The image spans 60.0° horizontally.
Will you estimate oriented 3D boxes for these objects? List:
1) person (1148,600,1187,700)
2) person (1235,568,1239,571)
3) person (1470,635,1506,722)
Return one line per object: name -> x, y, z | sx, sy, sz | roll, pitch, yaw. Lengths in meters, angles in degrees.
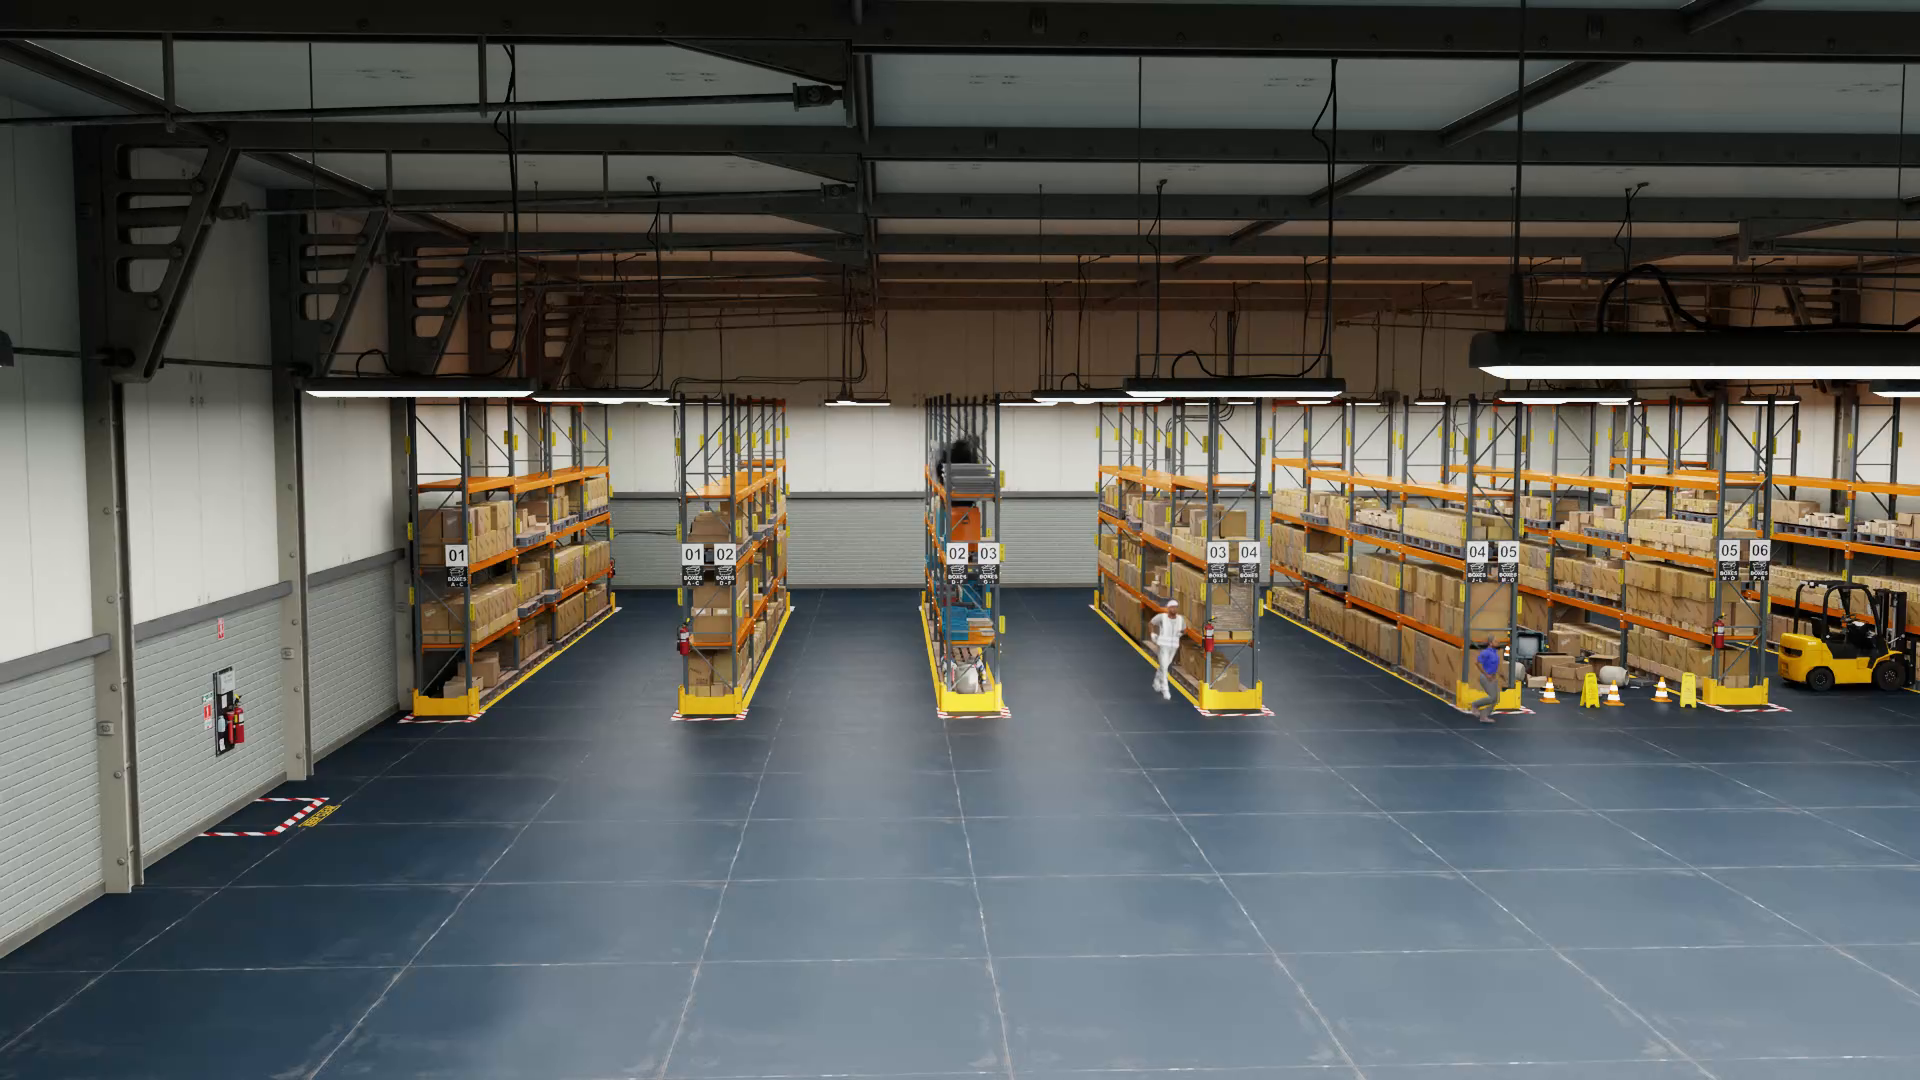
person -> 3.979, 2.046, 31.538 | 0.712, 1.826, 0.867 | -2, 5, -20
person -> 7.745, 1.329, 45.669 | 0.555, 1.662, 0.708 | 0, 5, 1
person -> 9.657, 2.541, 30.404 | 0.523, 1.568, 0.590 | 4, 6, 45
